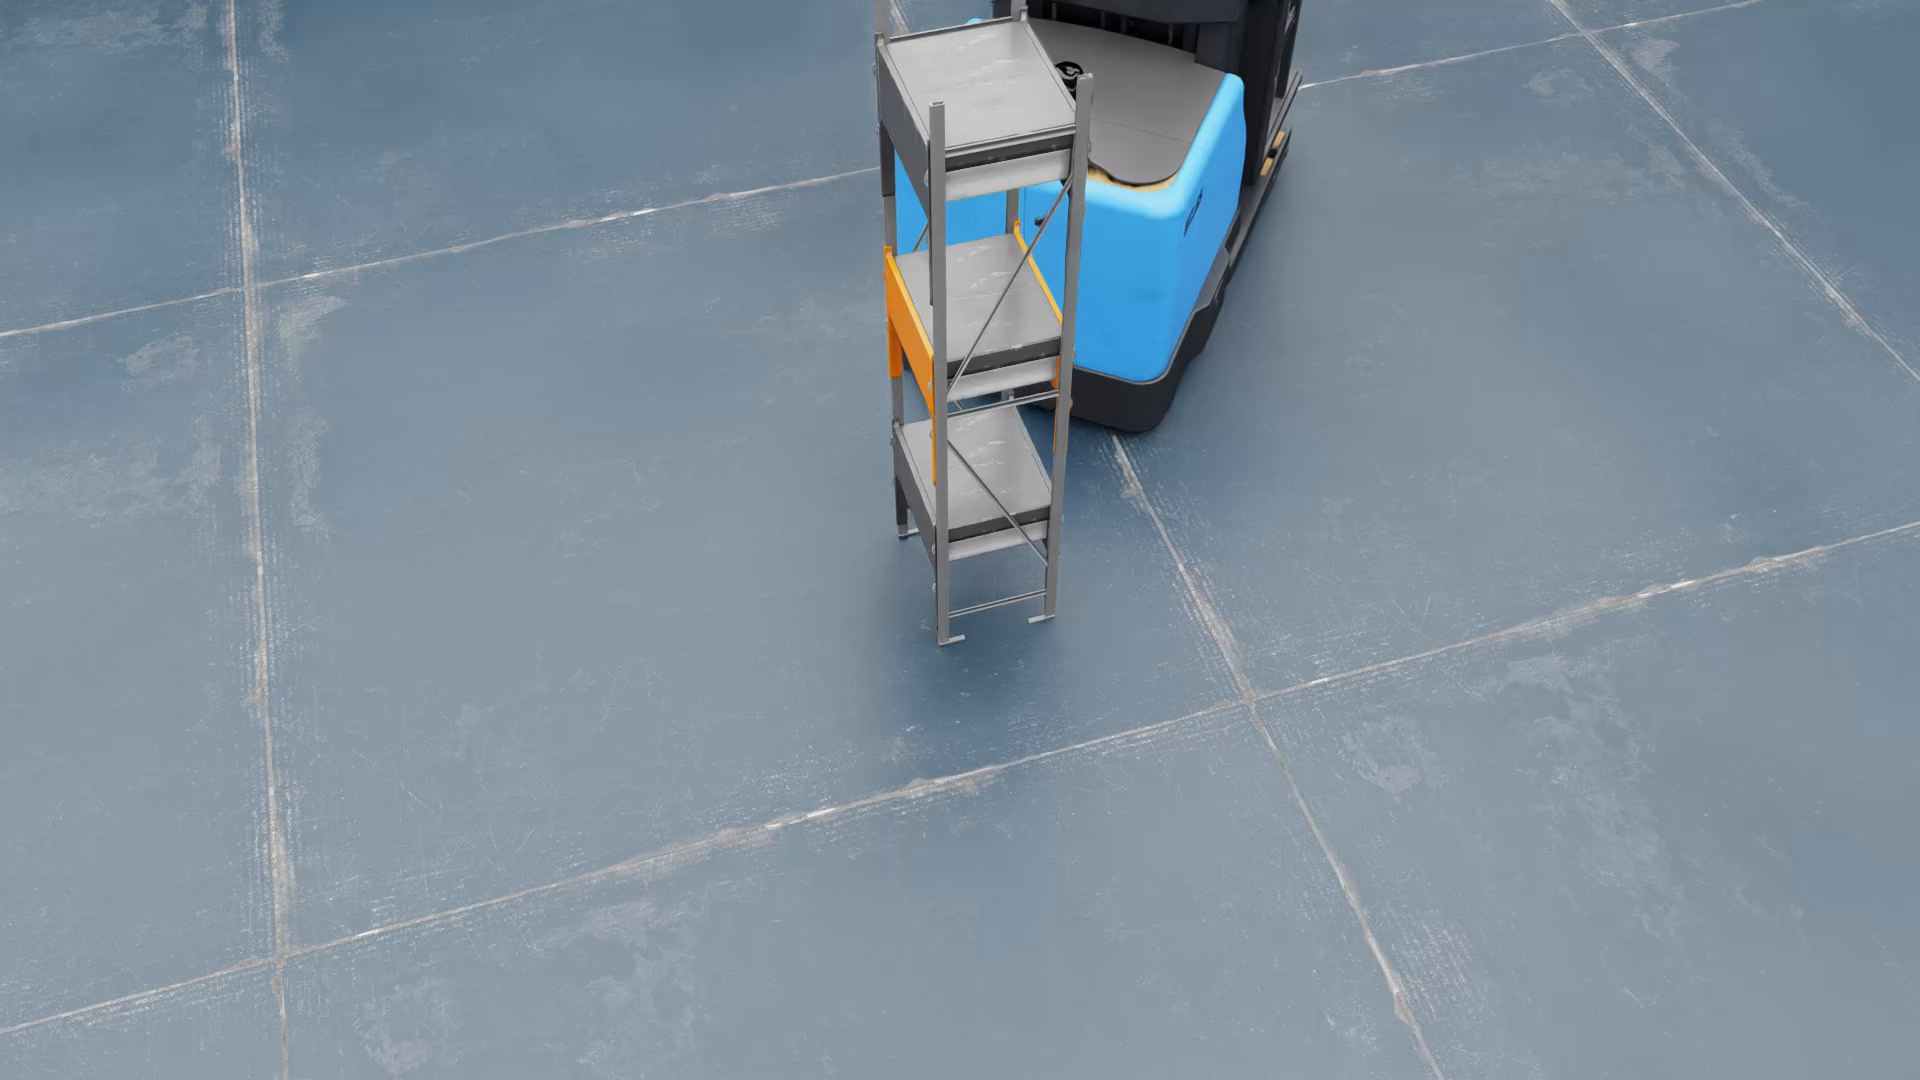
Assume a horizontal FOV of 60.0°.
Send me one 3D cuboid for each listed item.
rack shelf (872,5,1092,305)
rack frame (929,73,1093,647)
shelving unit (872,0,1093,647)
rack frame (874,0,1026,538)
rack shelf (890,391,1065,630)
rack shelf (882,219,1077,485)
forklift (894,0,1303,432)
[{"bbox_3d":[0.049,-0.998,4.321,0.431,0.518,0.480,-13,51,-11],"label":"rack shelf"},{"bbox_3d":[0.121,-0.378,4.695,0.400,2.100,0.015,-13,51,-11],"label":"rack frame"},{"bbox_3d":[0.049,-0.556,4.845,0.431,2.100,0.503,-13,51,-11],"label":"shelving unit"},{"bbox_3d":[-0.023,-0.734,4.996,0.400,2.100,0.015,-13,51,-11],"label":"rack frame"},{"bbox_3d":[0.049,-0.096,5.391,0.431,0.518,0.480,-13,51,-11],"label":"rack shelf"},{"bbox_3d":[0.049,-0.547,4.856,0.431,0.518,0.480,-13,51,-11],"label":"rack shelf"},{"bbox_3d":[0.757,-2.488,5.930,1.130,2.935,3.031,17,52,14],"label":"forklift"}]
